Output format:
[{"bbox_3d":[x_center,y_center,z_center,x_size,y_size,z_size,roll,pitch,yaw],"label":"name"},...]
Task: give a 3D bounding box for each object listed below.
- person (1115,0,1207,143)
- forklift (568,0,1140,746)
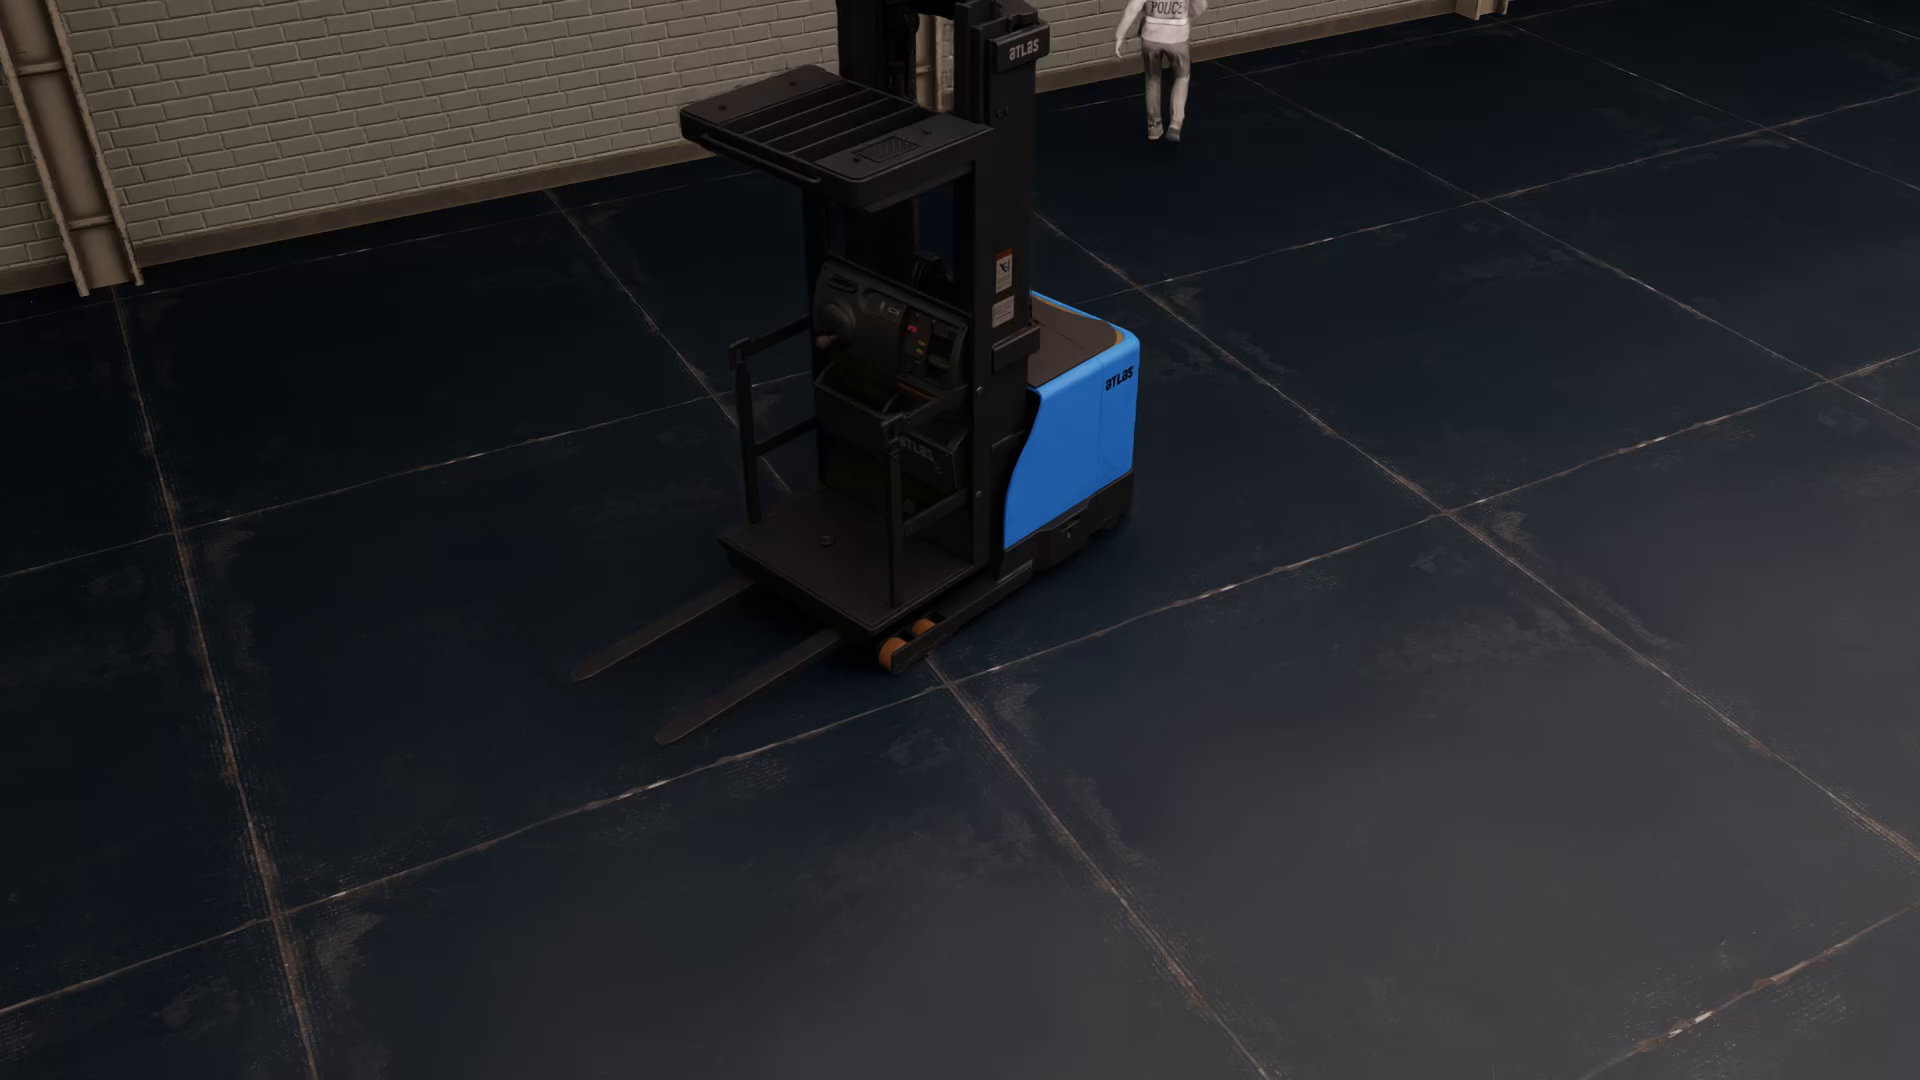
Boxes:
[{"bbox_3d":[1.529,-3.824,12.675,0.660,1.621,0.526,7,36,9],"label":"person"},{"bbox_3d":[-0.468,-0.909,7.409,1.130,2.935,3.031,29,44,34],"label":"forklift"}]
